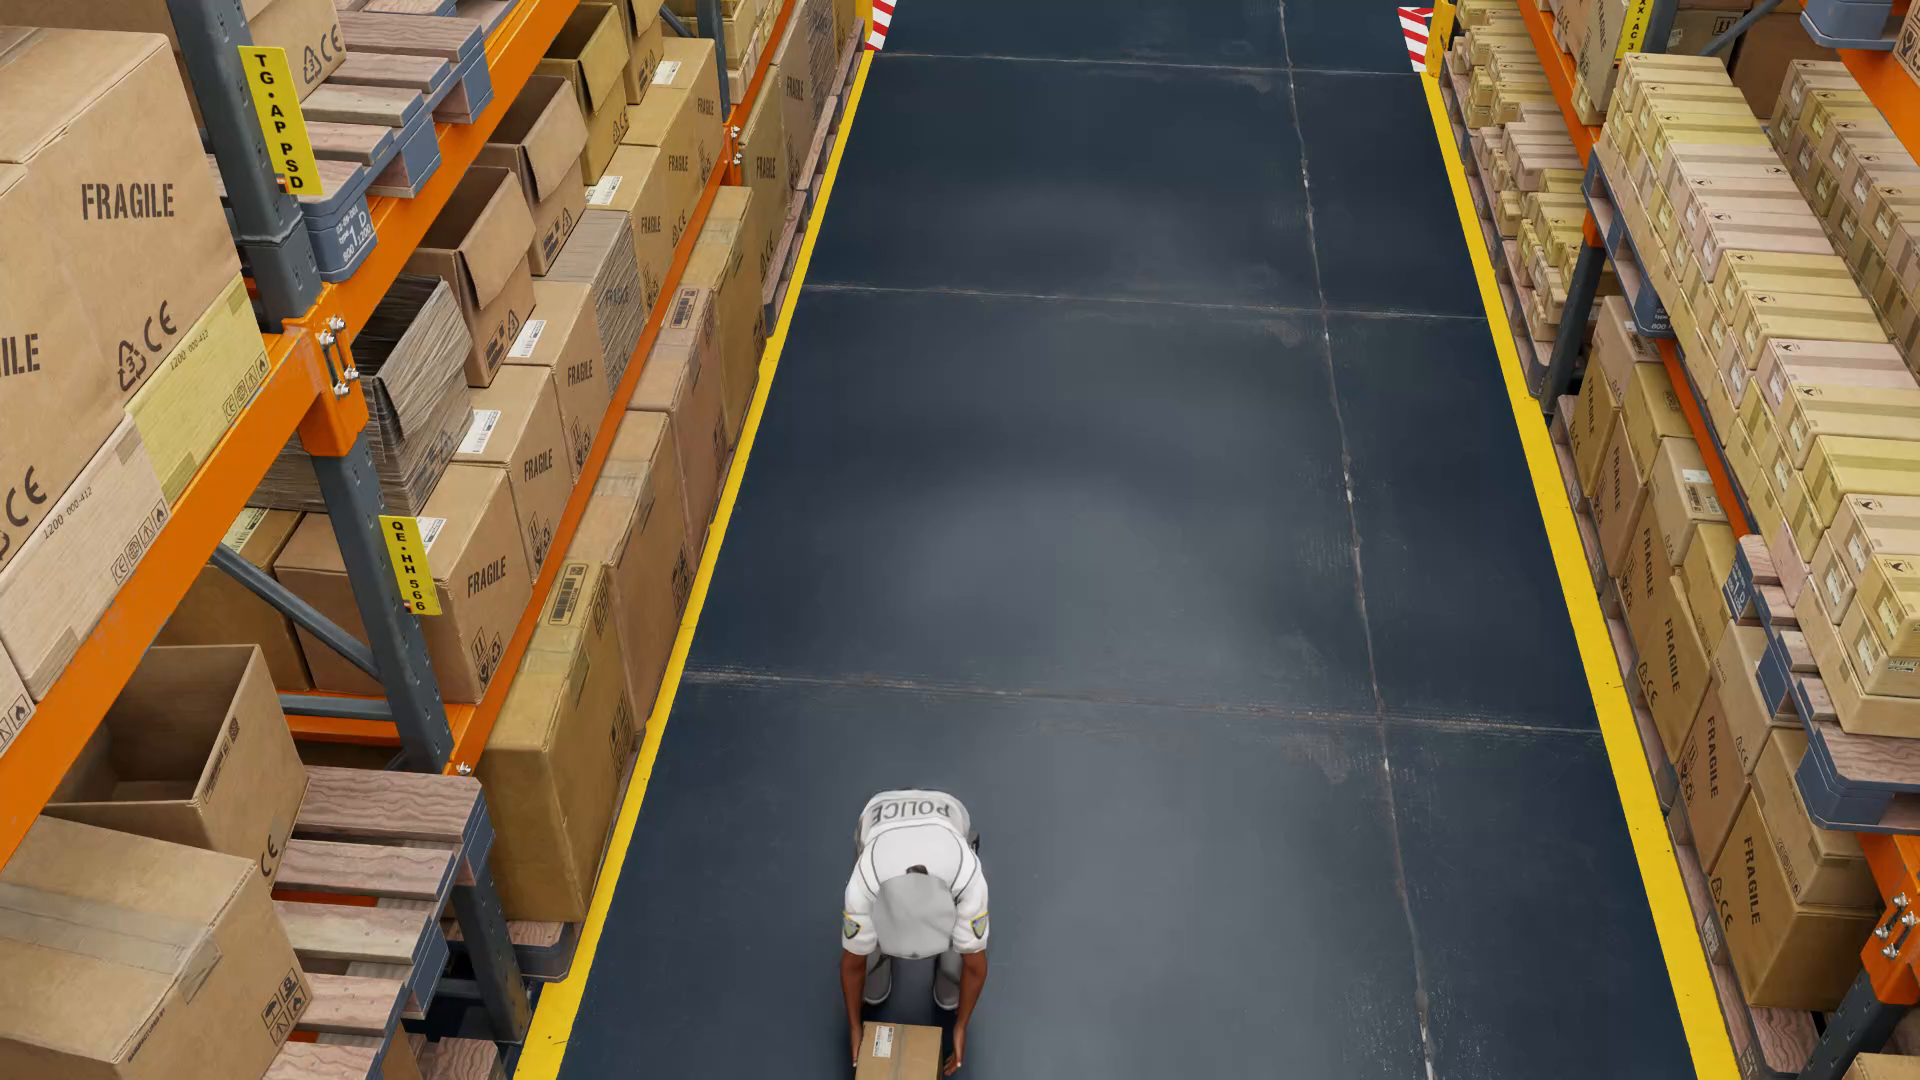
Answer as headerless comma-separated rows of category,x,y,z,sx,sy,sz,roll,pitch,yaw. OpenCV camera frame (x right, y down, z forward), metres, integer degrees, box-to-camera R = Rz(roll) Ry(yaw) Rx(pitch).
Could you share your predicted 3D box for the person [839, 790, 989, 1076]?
person,-0.142,1.191,5.279,0.487,0.988,0.855,3,40,4
